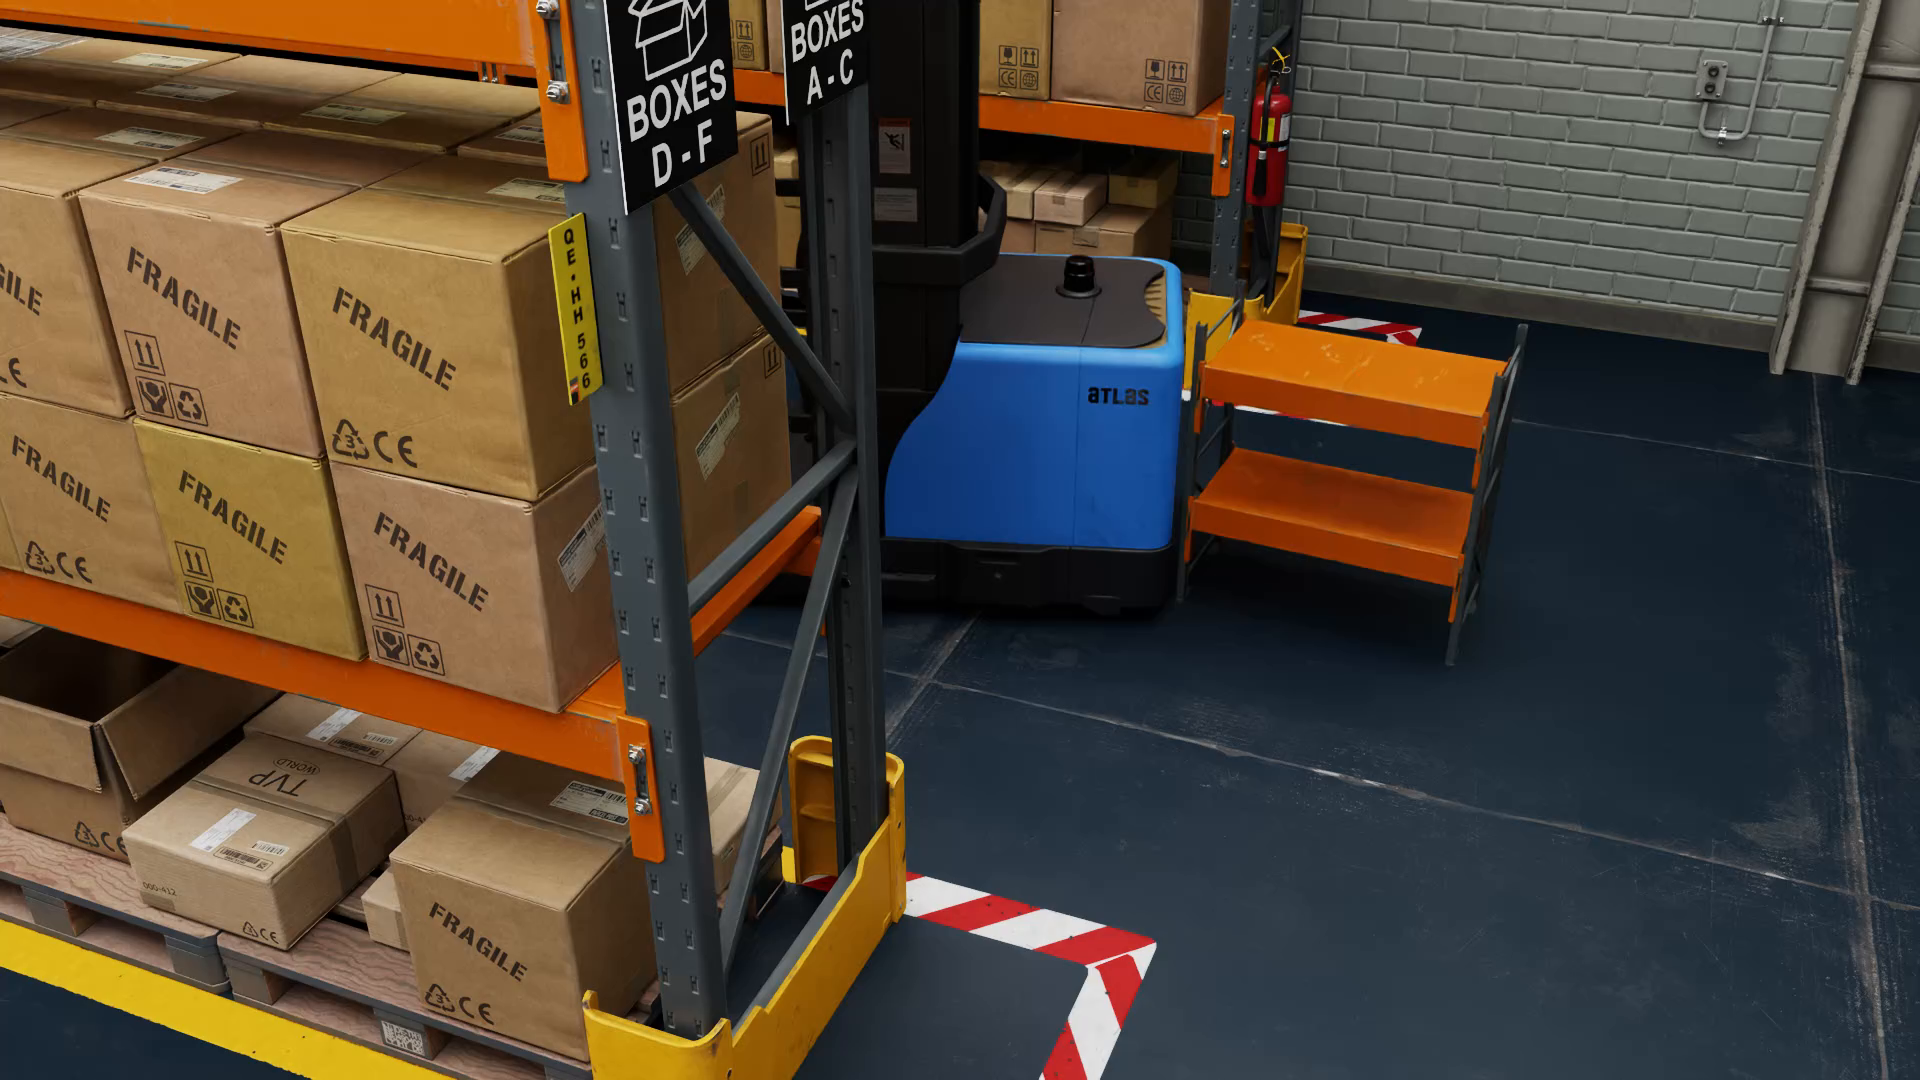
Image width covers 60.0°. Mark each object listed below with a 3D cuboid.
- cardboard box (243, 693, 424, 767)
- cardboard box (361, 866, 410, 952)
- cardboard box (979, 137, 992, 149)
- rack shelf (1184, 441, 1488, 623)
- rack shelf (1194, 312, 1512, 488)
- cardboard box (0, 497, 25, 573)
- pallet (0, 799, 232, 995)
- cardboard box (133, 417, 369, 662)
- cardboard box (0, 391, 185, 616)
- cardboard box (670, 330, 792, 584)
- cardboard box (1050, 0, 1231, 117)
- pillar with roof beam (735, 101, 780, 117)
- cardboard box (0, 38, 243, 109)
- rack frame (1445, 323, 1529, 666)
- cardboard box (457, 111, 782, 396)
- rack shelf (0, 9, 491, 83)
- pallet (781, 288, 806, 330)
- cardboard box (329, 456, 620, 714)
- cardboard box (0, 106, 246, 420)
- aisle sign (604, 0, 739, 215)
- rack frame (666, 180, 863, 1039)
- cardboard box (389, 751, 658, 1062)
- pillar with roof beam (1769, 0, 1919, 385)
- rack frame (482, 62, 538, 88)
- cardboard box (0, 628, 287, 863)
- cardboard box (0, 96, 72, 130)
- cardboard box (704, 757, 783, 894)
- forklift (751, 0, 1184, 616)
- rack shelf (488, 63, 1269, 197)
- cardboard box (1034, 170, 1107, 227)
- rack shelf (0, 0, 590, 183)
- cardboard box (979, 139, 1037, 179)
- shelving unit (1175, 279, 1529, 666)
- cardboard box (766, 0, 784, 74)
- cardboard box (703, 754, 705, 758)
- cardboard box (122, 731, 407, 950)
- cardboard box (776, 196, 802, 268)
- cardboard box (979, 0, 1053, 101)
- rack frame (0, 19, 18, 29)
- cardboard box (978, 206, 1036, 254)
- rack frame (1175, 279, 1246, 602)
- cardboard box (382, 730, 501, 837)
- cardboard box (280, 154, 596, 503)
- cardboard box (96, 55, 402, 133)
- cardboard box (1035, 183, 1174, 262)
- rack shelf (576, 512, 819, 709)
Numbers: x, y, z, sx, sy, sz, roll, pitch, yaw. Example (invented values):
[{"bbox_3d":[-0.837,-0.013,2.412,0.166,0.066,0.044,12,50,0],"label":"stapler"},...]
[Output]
[{"bbox_3d":[-1.768,0.581,5.021,0.500,0.250,0.500,11,31,19],"label":"cardboard box"},{"bbox_3d":[-1.382,0.928,4.492,0.250,0.166,0.380,11,31,19],"label":"cardboard box"},{"bbox_3d":[-0.018,-1.984,8.667,0.250,0.149,0.380,12,32,20],"label":"cardboard box"},{"bbox_3d":[1.401,-0.047,6.187,1.000,0.278,0.538,13,32,22],"label":"rack shelf"},{"bbox_3d":[1.401,-0.515,5.922,1.000,0.278,0.538,13,32,22],"label":"rack shelf"},{"bbox_3d":[-2.371,-0.294,4.120,0.500,0.500,0.500,11,31,18],"label":"cardboard box"},{"bbox_3d":[-2.381,0.817,5.090,1.213,0.211,1.003,11,31,19],"label":"pallet"},{"bbox_3d":[-1.444,-0.106,3.788,0.500,0.500,0.500,12,31,20],"label":"cardboard box"},{"bbox_3d":[-1.904,-0.201,3.955,0.500,0.500,0.500,12,31,20],"label":"cardboard box"},{"bbox_3d":[-0.757,-0.255,4.052,0.500,0.500,0.500,12,32,20],"label":"cardboard box"},{"bbox_3d":[0.938,-2.489,7.801,0.700,0.700,0.980,13,32,21],"label":"cardboard box"},{"bbox_3d":[-2.937,-3.923,4.545,0.400,9.000,9.100,11,31,19],"label":"pillar with roof beam"},{"bbox_3d":[-2.177,-0.972,4.304,0.500,0.500,0.500,11,31,19],"label":"cardboard box"},{"bbox_3d":[1.859,-0.152,5.876,0.032,1.125,0.500,13,32,22],"label":"rack frame"},{"bbox_3d":[-0.757,-0.691,3.806,0.500,0.500,0.500,12,32,21],"label":"cardboard box"},{"bbox_3d":[-4.145,-3.066,9.856,4.000,0.370,1.077,11,31,19],"label":"rack shelf"},{"bbox_3d":[-0.482,-1.394,9.001,1.213,0.211,1.003,11,31,19],"label":"pallet"},{"bbox_3d":[-0.962,-0.012,3.621,0.500,0.500,0.500,12,32,21],"label":"cardboard box"},{"bbox_3d":[-1.911,-0.632,3.702,0.500,0.500,0.500,12,32,20],"label":"cardboard box"},{"bbox_3d":[-0.496,-0.989,2.809,0.004,0.787,0.394,11,31,19],"label":"aisle sign"},{"bbox_3d":[-0.443,-0.011,3.721,0.053,2.616,0.949,11,31,19],"label":"rack frame"},{"bbox_3d":[-1.041,0.899,4.204,0.500,0.500,0.500,11,31,19],"label":"cardboard box"},{"bbox_3d":[2.623,-2.812,2.581,0.400,9.000,9.100,11,31,19],"label":"pillar with roof beam"},{"bbox_3d":[-2.292,-3.009,9.025,0.127,3.000,1.000,11,31,19],"label":"rack frame"},{"bbox_3d":[-2.408,0.491,4.923,0.637,0.503,0.797,11,31,19],"label":"cardboard box"},{"bbox_3d":[-2.387,-0.727,3.870,0.500,0.500,0.500,12,32,21],"label":"cardboard box"},{"bbox_3d":[-0.703,0.806,4.726,0.250,0.149,0.380,11,31,19],"label":"cardboard box"},{"bbox_3d":[-0.674,-1.289,6.052,3.031,2.935,1.130,3,30,5],"label":"forklift"},{"bbox_3d":[-0.439,-2.326,8.547,4.000,0.370,1.077,11,31,19],"label":"rack shelf"},{"bbox_3d":[0.541,-1.670,8.111,0.250,0.149,0.380,11,31,19],"label":"cardboard box"},{"bbox_3d":[-2.298,-1.372,3.812,4.000,0.370,1.077,11,31,19],"label":"rack shelf"},{"bbox_3d":[0.218,-1.938,8.584,0.250,0.149,0.380,12,31,20],"label":"cardboard box"},{"bbox_3d":[1.401,-0.260,6.066,1.048,1.125,0.538,13,32,22],"label":"shelving unit"},{"bbox_3d":[-0.443,-2.764,8.287,0.700,0.700,0.980,10,31,17],"label":"cardboard box"},{"bbox_3d":[-0.935,0.752,4.803,0.250,0.166,0.380,11,31,19],"label":"cardboard box"},{"bbox_3d":[-1.910,0.818,4.601,0.500,0.250,0.500,11,31,19],"label":"cardboard box"},{"bbox_3d":[-0.699,-1.728,8.872,0.500,0.500,0.700,12,32,20],"label":"cardboard box"},{"bbox_3d":[0.260,-2.619,8.030,0.700,0.700,0.980,11,31,19],"label":"cardboard box"},{"bbox_3d":[-6.000,-3.747,10.331,0.053,2.616,0.949,11,31,19],"label":"rack frame"},{"bbox_3d":[0.265,-1.540,8.540,0.500,0.500,0.700,11,31,19],"label":"cardboard box"},{"bbox_3d":[0.942,-0.368,6.257,0.032,1.125,0.500,13,32,22],"label":"rack frame"},{"bbox_3d":[-1.305,0.674,4.857,0.500,0.250,0.500,11,31,19],"label":"cardboard box"},{"bbox_3d":[-0.960,-0.445,3.372,0.500,0.500,0.500,11,31,19],"label":"cardboard box"},{"bbox_3d":[-1.706,-0.879,4.138,0.500,0.500,0.500,12,32,20],"label":"cardboard box"},{"bbox_3d":[0.728,-1.447,8.376,0.500,0.500,0.700,11,31,19],"label":"cardboard box"},{"bbox_3d":[-2.298,-0.151,4.502,3.809,0.124,0.919,11,31,19],"label":"rack shelf"}]
